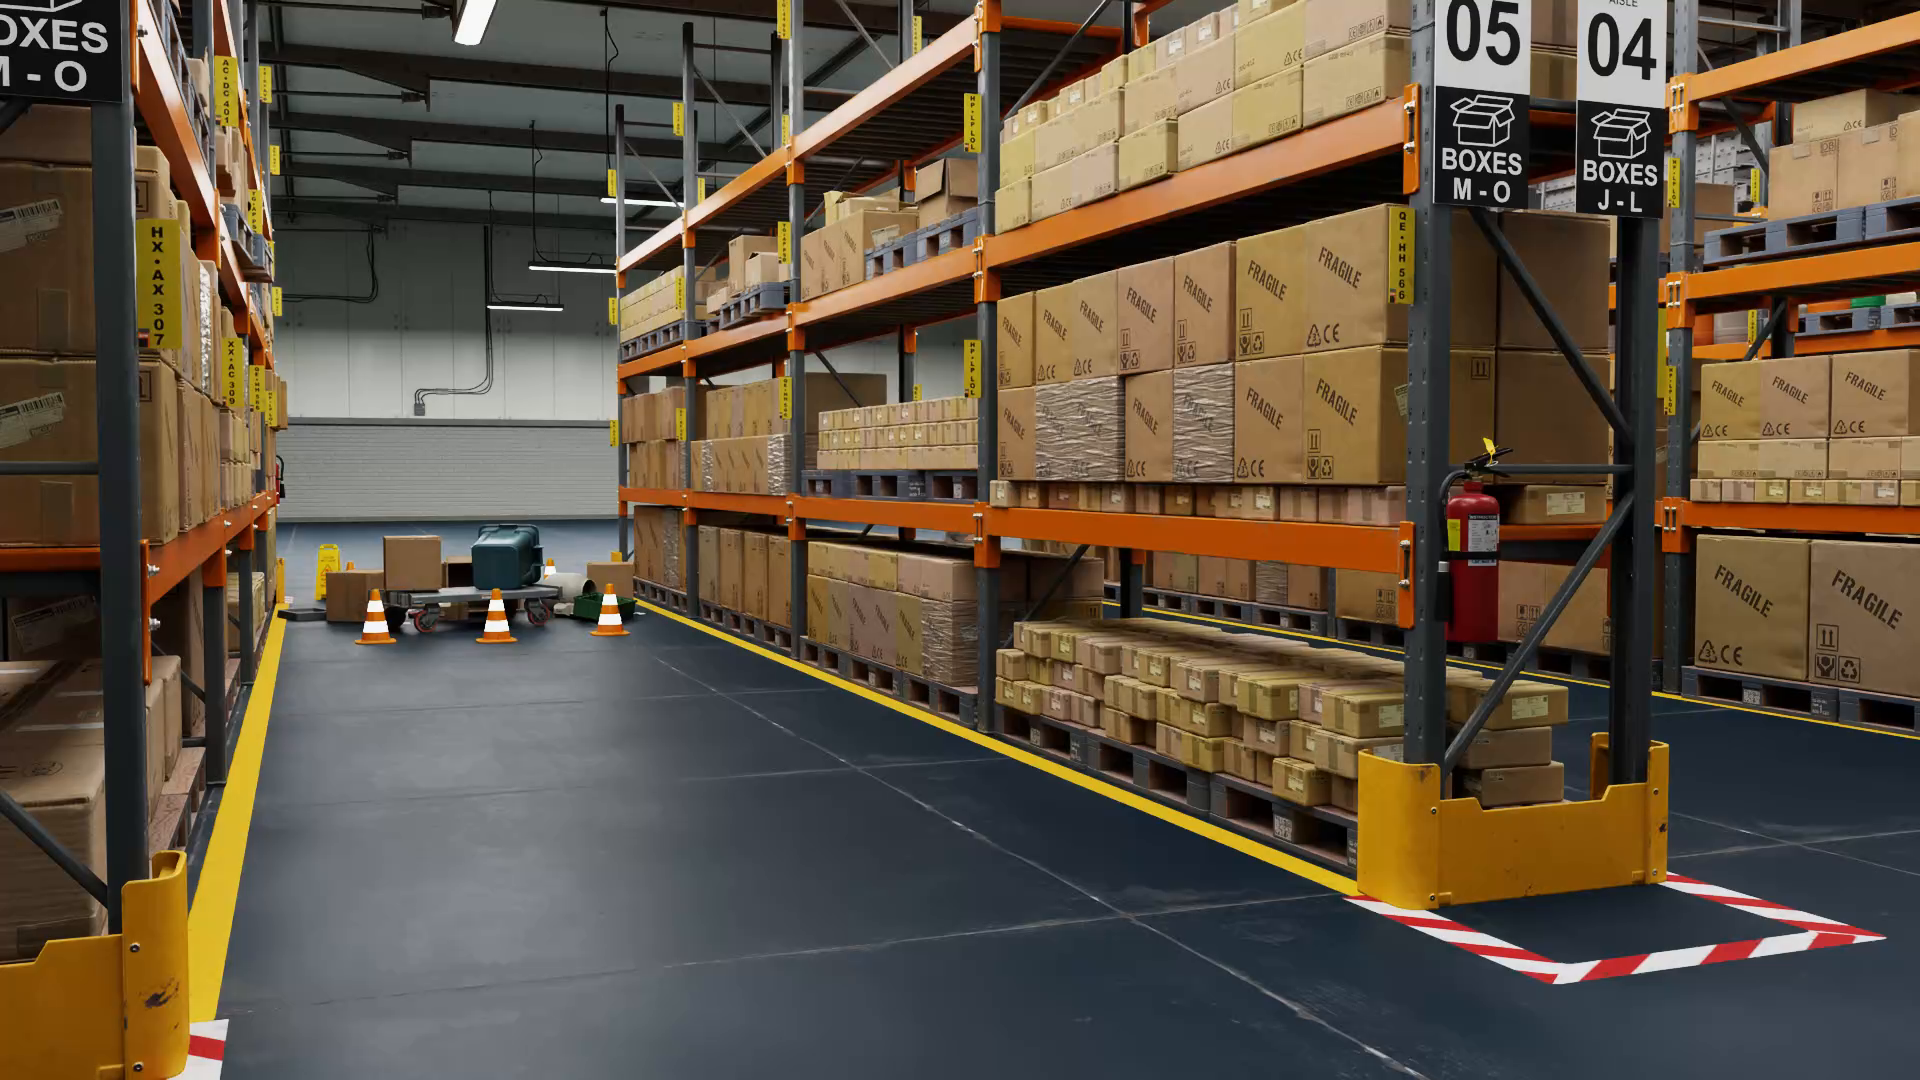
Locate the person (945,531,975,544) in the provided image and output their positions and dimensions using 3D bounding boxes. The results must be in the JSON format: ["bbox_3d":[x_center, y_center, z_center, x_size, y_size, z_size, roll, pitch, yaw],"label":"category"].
[{"bbox_3d":[-0.044,-0.039,16.901,0.465,1.672,0.486,-2,3,-34],"label":"person"}]
